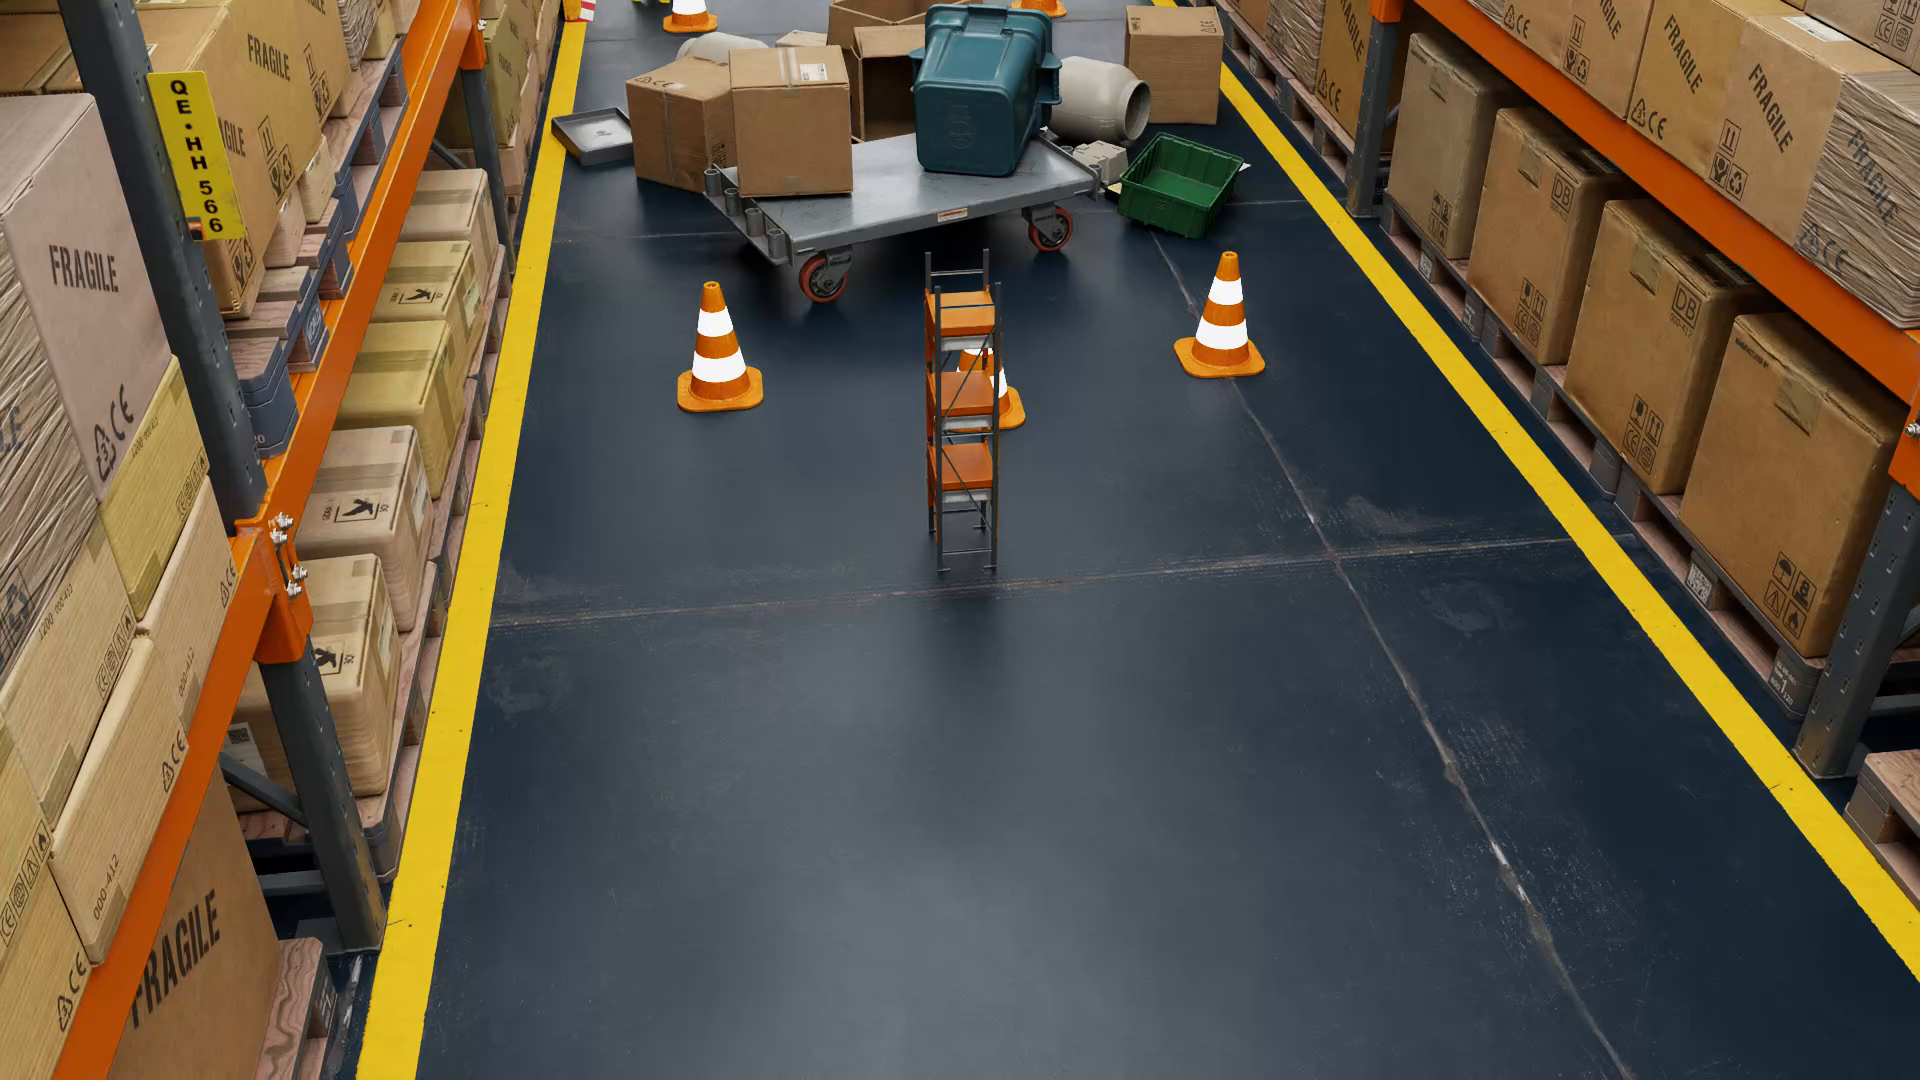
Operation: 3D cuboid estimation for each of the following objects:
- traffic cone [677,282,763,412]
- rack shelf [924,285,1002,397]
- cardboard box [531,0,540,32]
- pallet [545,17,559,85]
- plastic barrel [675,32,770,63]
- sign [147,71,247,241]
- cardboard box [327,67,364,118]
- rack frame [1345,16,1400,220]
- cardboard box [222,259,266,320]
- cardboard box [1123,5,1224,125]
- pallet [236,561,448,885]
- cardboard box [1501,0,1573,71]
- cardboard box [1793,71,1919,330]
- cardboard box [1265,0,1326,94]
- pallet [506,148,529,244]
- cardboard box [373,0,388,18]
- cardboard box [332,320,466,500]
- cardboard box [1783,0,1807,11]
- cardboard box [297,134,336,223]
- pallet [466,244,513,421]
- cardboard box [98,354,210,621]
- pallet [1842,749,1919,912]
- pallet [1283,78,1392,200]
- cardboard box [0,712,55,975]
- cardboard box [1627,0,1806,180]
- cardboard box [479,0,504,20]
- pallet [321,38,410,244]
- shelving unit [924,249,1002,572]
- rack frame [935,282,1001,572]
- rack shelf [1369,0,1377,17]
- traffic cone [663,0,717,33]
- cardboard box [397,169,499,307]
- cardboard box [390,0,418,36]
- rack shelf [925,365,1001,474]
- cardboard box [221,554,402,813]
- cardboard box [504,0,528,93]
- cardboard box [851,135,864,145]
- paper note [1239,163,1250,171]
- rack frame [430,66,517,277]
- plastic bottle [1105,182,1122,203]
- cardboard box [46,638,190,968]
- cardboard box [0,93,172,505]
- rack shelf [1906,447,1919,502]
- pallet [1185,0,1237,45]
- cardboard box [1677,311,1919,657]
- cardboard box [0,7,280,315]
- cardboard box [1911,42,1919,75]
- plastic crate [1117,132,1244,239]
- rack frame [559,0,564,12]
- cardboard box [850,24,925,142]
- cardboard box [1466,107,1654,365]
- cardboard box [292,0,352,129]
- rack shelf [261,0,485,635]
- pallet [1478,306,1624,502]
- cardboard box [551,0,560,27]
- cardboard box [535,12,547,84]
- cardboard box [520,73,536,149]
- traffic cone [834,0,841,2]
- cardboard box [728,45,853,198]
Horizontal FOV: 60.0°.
[{"bbox_3d":[-0.955,-0.788,6.495,0.336,0.463,0.334,-4,35,-6],"label":"traffic cone"},{"bbox_3d":[0.007,-0.630,5.257,0.215,0.259,0.240,-4,35,-6],"label":"rack shelf"},{"bbox_3d":[-2.546,-3.001,8.893,0.500,0.500,0.500,-5,35,-7],"label":"cardboard box"},{"bbox_3d":[-2.963,-3.004,9.970,1.003,0.211,1.213,-4,35,-6],"label":"pallet"},{"bbox_3d":[-1.269,-2.552,9.119,0.512,0.421,0.421,20,39,26],"label":"plastic barrel"},{"bbox_3d":[-1.421,-0.712,3.104,0.100,0.325,0.005,-4,35,-6],"label":"sign"},{"bbox_3d":[-2.000,-1.361,4.934,0.380,0.149,0.250,-3,34,-5],"label":"cardboard box"},{"bbox_3d":[2.382,-2.854,7.274,1.000,3.000,0.127,-4,35,-6],"label":"rack frame"},{"bbox_3d":[-1.835,-0.616,3.840,0.380,0.149,0.250,-6,35,-9],"label":"cardboard box"},{"bbox_3d":[1.157,-2.610,9.134,0.500,0.500,0.500,1,34,2],"label":"cardboard box"},{"bbox_3d":[-2.075,0.526,4.791,1.003,0.211,1.213,-4,35,-6],"label":"pallet"},{"bbox_3d":[2.320,-2.020,5.962,0.500,0.500,0.500,-5,35,-7],"label":"cardboard box"},{"bbox_3d":[2.594,-0.894,4.309,0.500,0.500,0.500,-4,35,-6],"label":"cardboard box"},{"bbox_3d":[2.242,-3.008,9.014,0.875,0.875,0.875,-4,34,-6],"label":"cardboard box"},{"bbox_3d":[-2.634,-1.642,7.972,1.003,0.211,1.213,-4,35,-6],"label":"pallet"},{"bbox_3d":[-2.088,-1.955,5.229,0.500,0.500,0.500,-3,34,-5],"label":"cardboard box"},{"bbox_3d":[-2.241,-0.429,5.676,0.950,0.372,0.625,-3,34,-5],"label":"cardboard box"},{"bbox_3d":[2.729,-1.895,4.891,0.700,0.500,0.500,-5,35,-7],"label":"cardboard box"},{"bbox_3d":[-1.843,-0.927,4.297,0.380,0.149,0.250,-4,34,-6],"label":"cardboard box"},{"bbox_3d":[-2.403,-0.836,6.789,1.003,0.211,1.213,-4,35,-6],"label":"pallet"},{"bbox_3d":[-1.654,-0.084,2.898,0.500,0.250,0.500,-4,35,-7],"label":"cardboard box"},{"bbox_3d":[3.024,0.967,4.144,1.003,0.211,1.213,-4,35,-6],"label":"pallet"},{"bbox_3d":[2.358,-2.132,8.690,1.003,0.211,1.213,-4,35,-6],"label":"pallet"},{"bbox_3d":[-1.492,0.486,2.062,0.500,0.250,0.500,-5,35,-8],"label":"cardboard box"},{"bbox_3d":[2.461,-1.451,5.127,0.500,0.500,0.500,-5,35,-7],"label":"cardboard box"},{"bbox_3d":[-2.278,-2.462,7.525,0.380,0.149,0.250,-4,34,-6],"label":"cardboard box"},{"bbox_3d":[-2.278,-1.212,5.036,1.003,0.211,1.213,-4,35,-6],"label":"pallet"},{"bbox_3d":[0.007,-0.404,5.411,0.215,1.050,0.252,-4,35,-6],"label":"shelving unit"},{"bbox_3d":[0.024,-0.336,5.311,0.200,1.050,0.008,-4,35,-6],"label":"rack frame"},{"bbox_3d":[2.113,-3.672,9.114,1.077,0.370,4.000,-4,35,-6],"label":"rack shelf"},{"bbox_3d":[-1.711,-3.464,10.422,0.336,0.463,0.334,-4,35,-6],"label":"traffic cone"},{"bbox_3d":[-2.436,-1.217,6.833,0.950,0.372,0.625,-4,34,-6],"label":"cardboard box"},{"bbox_3d":[-2.040,-1.794,5.569,0.380,0.149,0.250,-4,34,-6],"label":"cardboard box"},{"bbox_3d":[0.007,-0.395,5.416,0.215,0.259,0.240,-4,35,-6],"label":"rack shelf"},{"bbox_3d":[-2.037,0.406,4.451,0.950,0.372,0.625,-7,35,-10],"label":"cardboard box"},{"bbox_3d":[-2.404,-2.417,8.036,0.500,0.500,0.500,-3,34,-4],"label":"cardboard box"},{"bbox_3d":[-0.492,-1.910,8.316,0.396,0.266,0.258,27,43,34],"label":"cardboard box"},{"bbox_3d":[1.395,-1.934,8.560,0.142,0.020,0.147,27,43,34],"label":"paper note"},{"bbox_3d":[-2.509,-2.422,6.641,1.000,3.000,0.127,-4,35,-6],"label":"rack frame"},{"bbox_3d":[0.850,-1.679,8.160,0.133,0.061,0.283,-24,41,-30],"label":"plastic bottle"},{"bbox_3d":[-1.561,0.418,2.606,0.500,0.250,0.500,-4,34,-6],"label":"cardboard box"},{"bbox_3d":[-1.642,-0.376,2.661,0.500,0.500,0.500,-5,35,-8],"label":"cardboard box"},{"bbox_3d":[3.189,0.792,2.563,1.077,0.370,4.000,-4,35,-6],"label":"rack shelf"},{"bbox_3d":[2.030,-3.493,10.688,1.003,0.211,1.213,-4,35,-6],"label":"pallet"},{"bbox_3d":[2.928,-0.212,5.022,1.050,0.750,0.750,-5,35,-7],"label":"cardboard box"},{"bbox_3d":[-1.802,-0.797,3.529,0.500,0.500,0.500,-5,35,-8],"label":"cardboard box"},{"bbox_3d":[2.870,-1.327,4.057,0.700,0.500,0.500,-5,35,-7],"label":"cardboard box"},{"bbox_3d":[1.061,-1.713,8.046,0.450,0.188,0.662,21,39,12],"label":"plastic crate"},{"bbox_3d":[-3.047,-4.654,9.916,1.000,3.000,0.127,-4,35,-6],"label":"rack frame"},{"bbox_3d":[-0.168,-2.369,8.659,0.797,0.637,0.503,-4,35,-6],"label":"cardboard box"},{"bbox_3d":[2.681,-1.219,6.500,1.050,0.750,0.750,-4,35,-6],"label":"cardboard box"},{"bbox_3d":[-1.957,-1.383,4.389,0.500,0.500,0.500,-4,34,-6],"label":"cardboard box"},{"bbox_3d":[-2.240,-1.009,5.206,1.077,0.370,4.000,-4,35,-6],"label":"rack shelf"},{"bbox_3d":[2.728,-0.594,6.434,1.003,0.211,1.213,-4,35,-6],"label":"pallet"},{"bbox_3d":[-2.668,-3.248,9.921,0.500,0.250,0.500,-5,35,-7],"label":"cardboard box"},{"bbox_3d":[-2.534,-2.680,9.087,0.500,0.250,0.500,-6,35,-8],"label":"cardboard box"},{"bbox_3d":[-2.404,-2.106,8.246,0.500,0.250,0.500,-3,34,-4],"label":"cardboard box"},{"bbox_3d":[-0.657,-3.738,10.824,0.336,0.463,0.334,-4,35,-6],"label":"traffic cone"},{"bbox_3d":[-0.749,-1.854,7.354,0.500,0.500,0.500,-4,35,-6],"label":"cardboard box"}]
